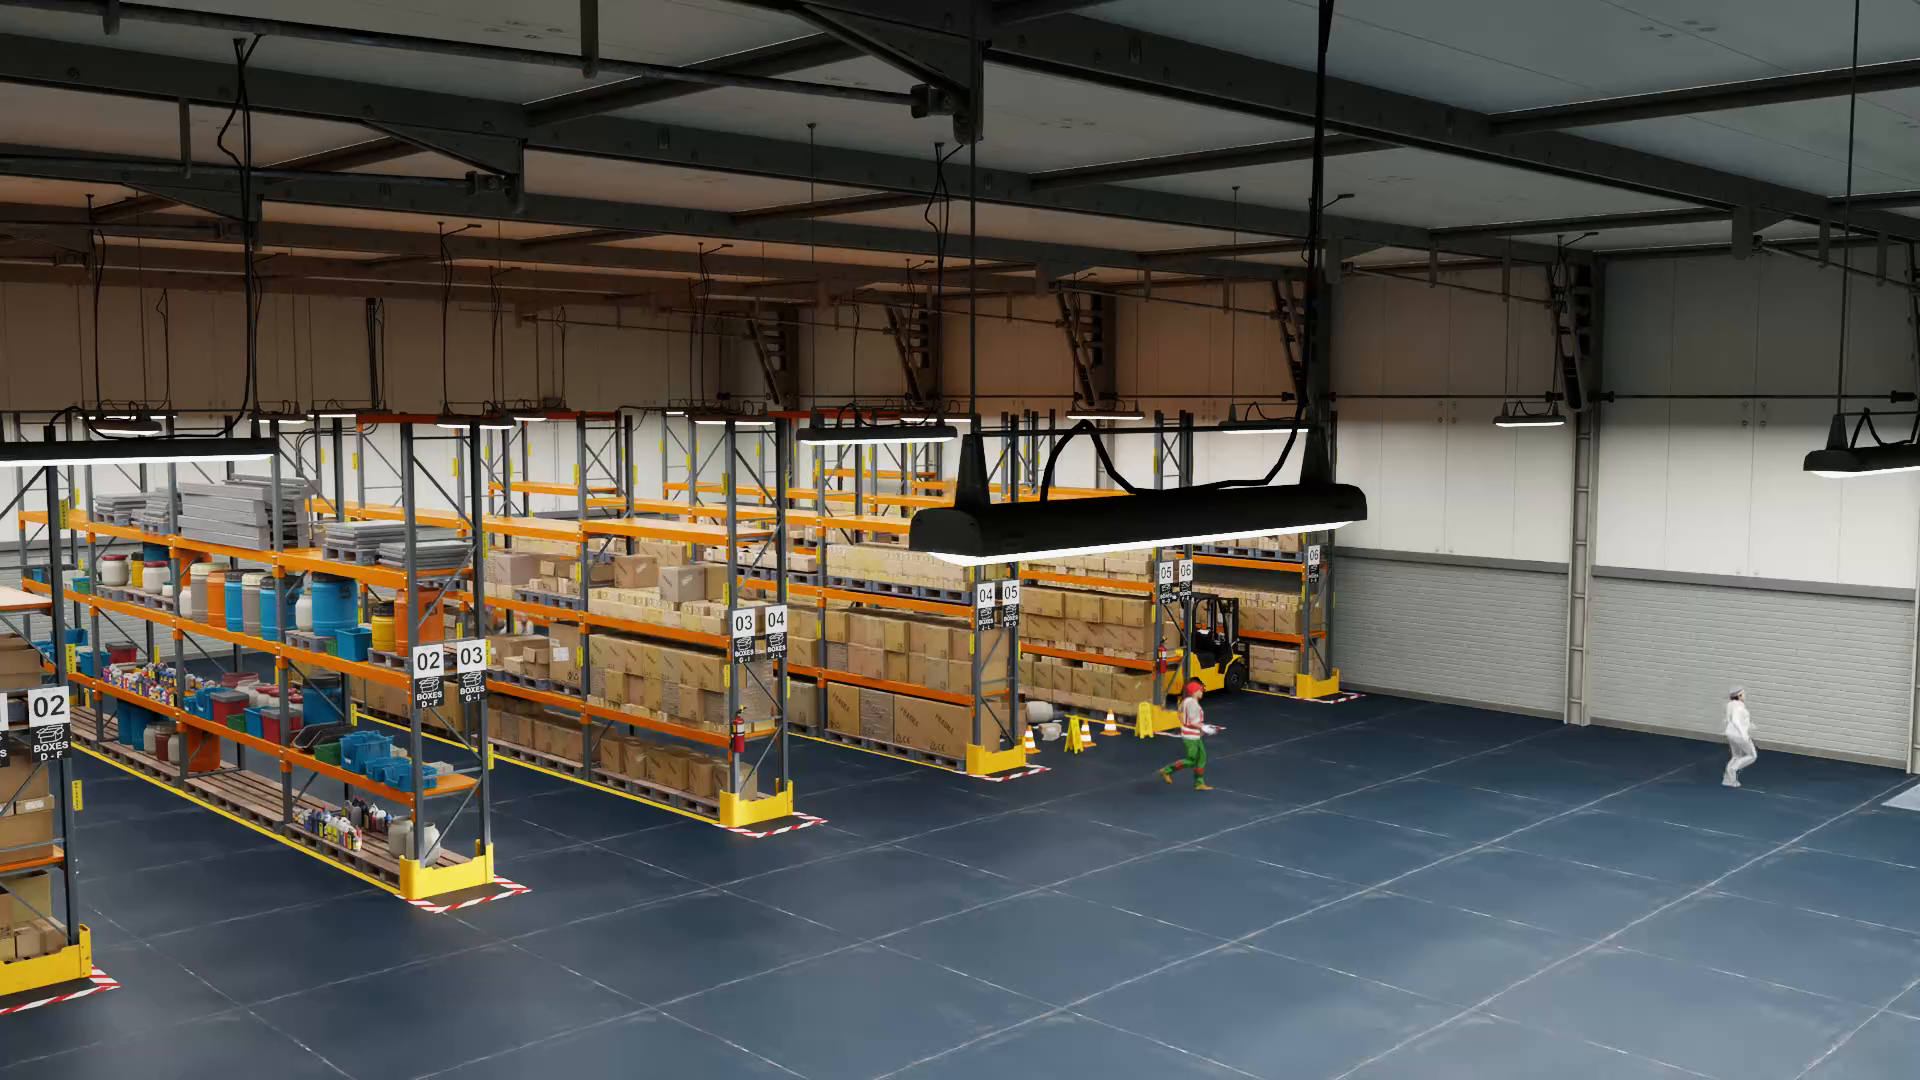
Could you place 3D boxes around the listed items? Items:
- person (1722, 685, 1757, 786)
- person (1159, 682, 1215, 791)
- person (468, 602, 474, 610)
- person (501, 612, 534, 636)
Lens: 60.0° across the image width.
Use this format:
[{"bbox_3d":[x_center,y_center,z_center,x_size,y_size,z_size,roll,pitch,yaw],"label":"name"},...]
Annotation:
[{"bbox_3d":[12.645,3.169,26.920,0.548,1.649,0.605,0,5,-1],"label":"person"},{"bbox_3d":[3.622,3.144,26.604,0.877,1.759,0.645,0,5,0],"label":"person"},{"bbox_3d":[-11.886,1.985,40.213,0.822,1.702,0.792,-3,6,-30],"label":"person"},{"bbox_3d":[-9.506,2.384,35.867,0.782,1.711,0.699,4,6,37],"label":"person"}]
